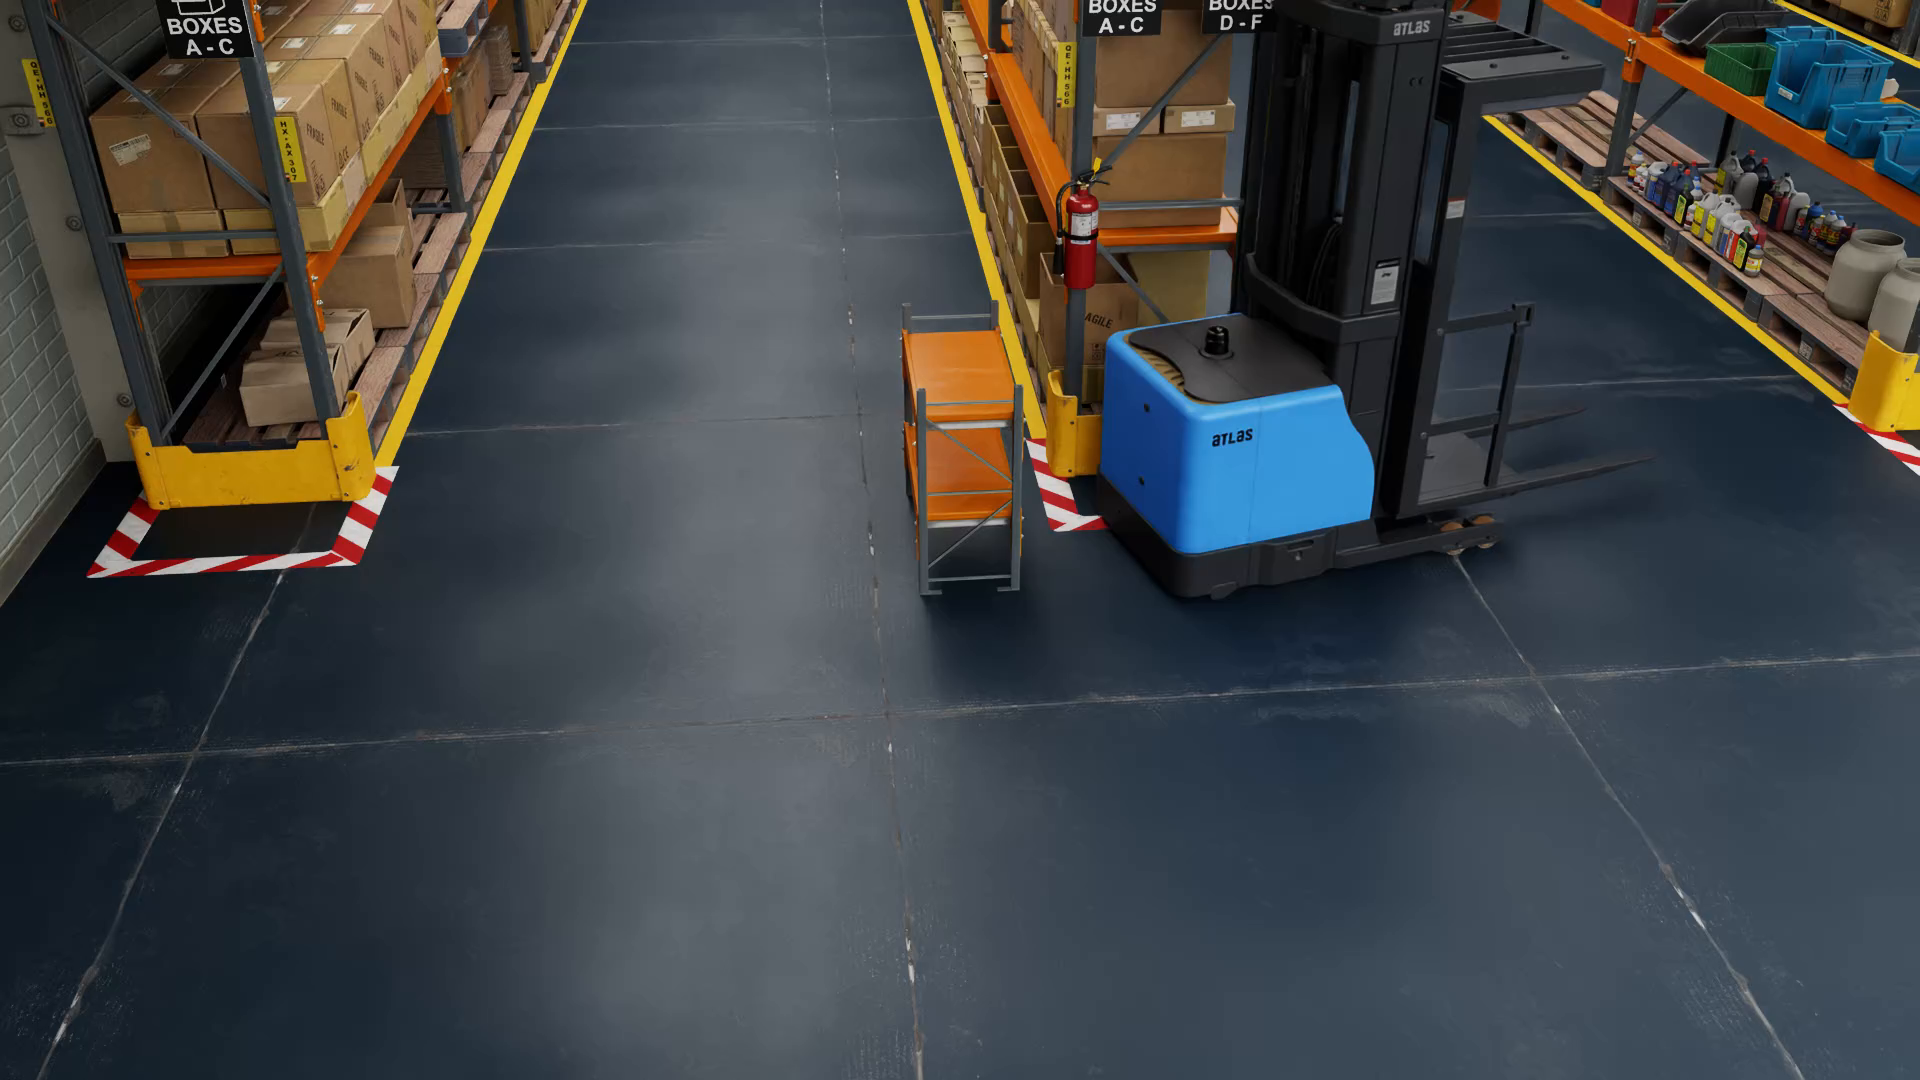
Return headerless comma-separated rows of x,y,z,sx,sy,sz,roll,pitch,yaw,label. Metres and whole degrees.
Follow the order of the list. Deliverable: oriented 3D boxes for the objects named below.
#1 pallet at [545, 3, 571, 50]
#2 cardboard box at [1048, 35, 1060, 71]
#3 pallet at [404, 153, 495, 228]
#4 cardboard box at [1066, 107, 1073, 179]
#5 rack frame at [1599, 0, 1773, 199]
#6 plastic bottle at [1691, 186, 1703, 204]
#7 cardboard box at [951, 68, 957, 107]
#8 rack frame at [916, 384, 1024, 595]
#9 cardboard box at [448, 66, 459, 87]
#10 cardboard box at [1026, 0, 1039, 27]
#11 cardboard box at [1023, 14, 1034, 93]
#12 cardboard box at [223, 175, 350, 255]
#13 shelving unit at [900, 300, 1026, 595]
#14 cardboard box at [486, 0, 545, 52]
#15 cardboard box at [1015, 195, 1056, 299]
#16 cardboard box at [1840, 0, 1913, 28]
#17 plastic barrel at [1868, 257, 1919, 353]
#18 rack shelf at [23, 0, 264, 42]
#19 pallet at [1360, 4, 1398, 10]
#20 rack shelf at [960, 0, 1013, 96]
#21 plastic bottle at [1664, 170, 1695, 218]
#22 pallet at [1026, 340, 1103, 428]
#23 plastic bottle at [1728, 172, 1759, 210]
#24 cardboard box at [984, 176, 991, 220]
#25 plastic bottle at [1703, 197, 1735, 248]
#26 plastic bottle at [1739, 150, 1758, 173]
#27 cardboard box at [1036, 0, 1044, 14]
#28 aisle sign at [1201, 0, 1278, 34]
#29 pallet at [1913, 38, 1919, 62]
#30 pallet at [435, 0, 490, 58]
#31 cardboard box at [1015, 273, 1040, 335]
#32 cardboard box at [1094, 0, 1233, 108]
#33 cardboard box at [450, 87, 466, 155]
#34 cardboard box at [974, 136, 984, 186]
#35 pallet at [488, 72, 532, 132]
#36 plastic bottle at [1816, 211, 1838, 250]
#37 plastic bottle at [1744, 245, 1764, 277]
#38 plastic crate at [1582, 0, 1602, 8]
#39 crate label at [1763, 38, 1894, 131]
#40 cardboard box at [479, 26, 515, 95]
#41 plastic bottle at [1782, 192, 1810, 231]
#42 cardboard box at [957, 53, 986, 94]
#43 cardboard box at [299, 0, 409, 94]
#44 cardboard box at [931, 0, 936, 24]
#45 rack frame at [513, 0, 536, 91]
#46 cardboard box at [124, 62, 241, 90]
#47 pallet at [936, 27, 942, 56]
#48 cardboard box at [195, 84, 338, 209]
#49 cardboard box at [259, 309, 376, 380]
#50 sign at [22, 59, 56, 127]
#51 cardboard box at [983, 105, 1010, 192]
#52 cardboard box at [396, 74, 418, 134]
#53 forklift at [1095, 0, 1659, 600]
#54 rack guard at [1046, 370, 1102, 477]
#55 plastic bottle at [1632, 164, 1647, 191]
-4.705,-5.441,17.654,1.003,0.211,1.213,-3,31,-5,pallet
0.736,-2.934,10.007,0.380,0.149,0.250,-2,31,-3,cardboard box
-4.296,-2.769,13.180,1.003,0.211,1.213,-3,31,-5,pallet
0.999,-2.315,9.604,0.700,0.500,0.500,-2,31,-3,cardboard box
5.642,-4.043,12.594,1.000,3.000,0.127,-3,31,-5,rack frame
5.373,-2.459,12.173,0.097,0.271,0.097,0,31,0,plastic bottle
0.195,-4.047,14.871,0.500,0.250,0.500,-4,31,-6,cardboard box
0.047,-0.227,8.033,0.500,1.125,0.032,-3,31,-5,rack frame
-4.404,-3.871,13.583,0.500,0.250,0.500,-4,31,-6,cardboard box
0.639,-3.461,10.889,0.380,0.149,0.250,-4,31,-6,cardboard box
0.814,-3.355,11.345,0.700,0.500,0.500,-3,31,-5,cardboard box
-3.577,-1.735,8.856,0.500,0.250,0.500,-4,31,-6,cardboard box
-0.001,-0.486,8.467,0.538,1.125,1.048,-3,31,-5,shelving unit
-4.533,-5.250,16.301,0.750,0.750,0.750,-3,31,-5,cardboard box
0.630,-1.857,10.474,0.500,0.500,0.500,-3,31,-5,cardboard box
10.156,-5.944,17.439,1.225,0.875,0.875,-4,31,-7,cardboard box
5.878,-1.445,10.261,0.421,0.512,0.421,0,31,0,plastic barrel
-4.035,-3.526,9.505,1.077,0.370,4.000,-3,31,-5,rack shelf
5.043,-5.910,18.439,1.003,0.211,1.213,-3,31,-5,pallet
0.523,-4.520,14.094,1.077,0.370,4.000,-3,31,-5,rack shelf
5.322,-2.566,12.276,0.144,0.351,0.185,-4,31,-7,plastic bottle
0.971,-0.957,10.146,1.003,0.211,1.213,-3,31,-5,pallet
5.862,-2.630,12.455,0.152,0.276,0.135,-3,31,-5,plastic bottle
0.452,-2.556,12.376,0.500,0.250,0.500,-3,31,-5,cardboard box
5.379,-2.254,11.753,0.144,0.351,0.185,-2,31,-3,plastic bottle
5.989,-2.780,12.633,0.144,0.351,0.185,-4,31,-6,plastic bottle
0.853,-3.668,10.603,0.700,0.500,0.500,-3,31,-5,cardboard box
1.395,-2.863,8.082,0.394,0.787,0.004,-3,31,-5,aisle sign
10.271,-4.726,16.457,1.003,0.211,1.213,-3,31,-5,pallet
-4.148,-3.883,12.513,1.003,0.211,1.213,-3,31,-5,pallet
0.633,-1.535,10.666,0.500,0.250,0.500,-3,31,-5,cardboard box
1.048,-2.631,8.868,0.700,0.500,0.500,-3,31,-4,cardboard box
-4.405,-3.321,13.393,0.700,0.500,0.500,-3,31,-6,cardboard box
0.383,-3.005,13.128,0.500,0.250,0.500,-3,31,-5,cardboard box
-4.524,-4.014,15.265,1.003,0.211,1.213,-3,31,-5,pallet
6.116,-2.185,11.715,0.097,0.271,0.097,0,31,0,plastic bottle
5.408,-1.905,11.314,0.097,0.201,0.097,0,31,0,plastic bottle
5.229,-4.585,13.516,0.392,0.384,0.575,-3,31,-5,plastic crate
5.575,-2.943,10.717,0.502,0.435,0.616,-3,31,-5,crate label
-4.476,-4.361,15.135,0.700,0.500,0.500,-2,31,-4,cardboard box
6.049,-2.402,12.073,0.152,0.276,0.135,-2,31,-4,plastic bottle
0.245,-4.018,14.277,0.500,0.311,0.500,-3,31,-5,cardboard box
-3.781,-3.096,10.403,0.500,0.500,0.500,-4,31,-6,cardboard box
-0.033,-5.696,17.370,0.500,0.500,0.500,-4,31,-6,cardboard box
-4.595,-5.611,15.218,1.000,3.000,0.127,-3,31,-5,rack frame
-4.141,-2.280,9.038,0.500,0.500,0.500,-2,31,-4,cardboard box
0.304,-5.036,16.975,1.003,0.211,1.213,-3,31,-5,pallet
-3.593,-2.051,8.653,0.500,0.500,0.500,-3,31,-5,cardboard box
-3.876,-1.209,10.043,0.500,0.311,0.500,0,31,0,cardboard box
-4.402,-2.143,7.975,0.100,0.325,0.005,-3,31,-5,sign
0.442,-2.878,12.183,0.500,0.500,0.500,-3,31,-5,cardboard box
-3.775,-2.775,10.597,0.500,0.250,0.500,-3,31,-5,cardboard box
2.296,-1.423,8.274,3.031,2.935,1.130,-11,33,-18,forklift
1.086,-0.680,9.401,1.175,0.500,0.348,-3,31,-5,rack guard
5.245,-2.795,12.804,0.097,0.201,0.097,0,31,0,plastic bottle
